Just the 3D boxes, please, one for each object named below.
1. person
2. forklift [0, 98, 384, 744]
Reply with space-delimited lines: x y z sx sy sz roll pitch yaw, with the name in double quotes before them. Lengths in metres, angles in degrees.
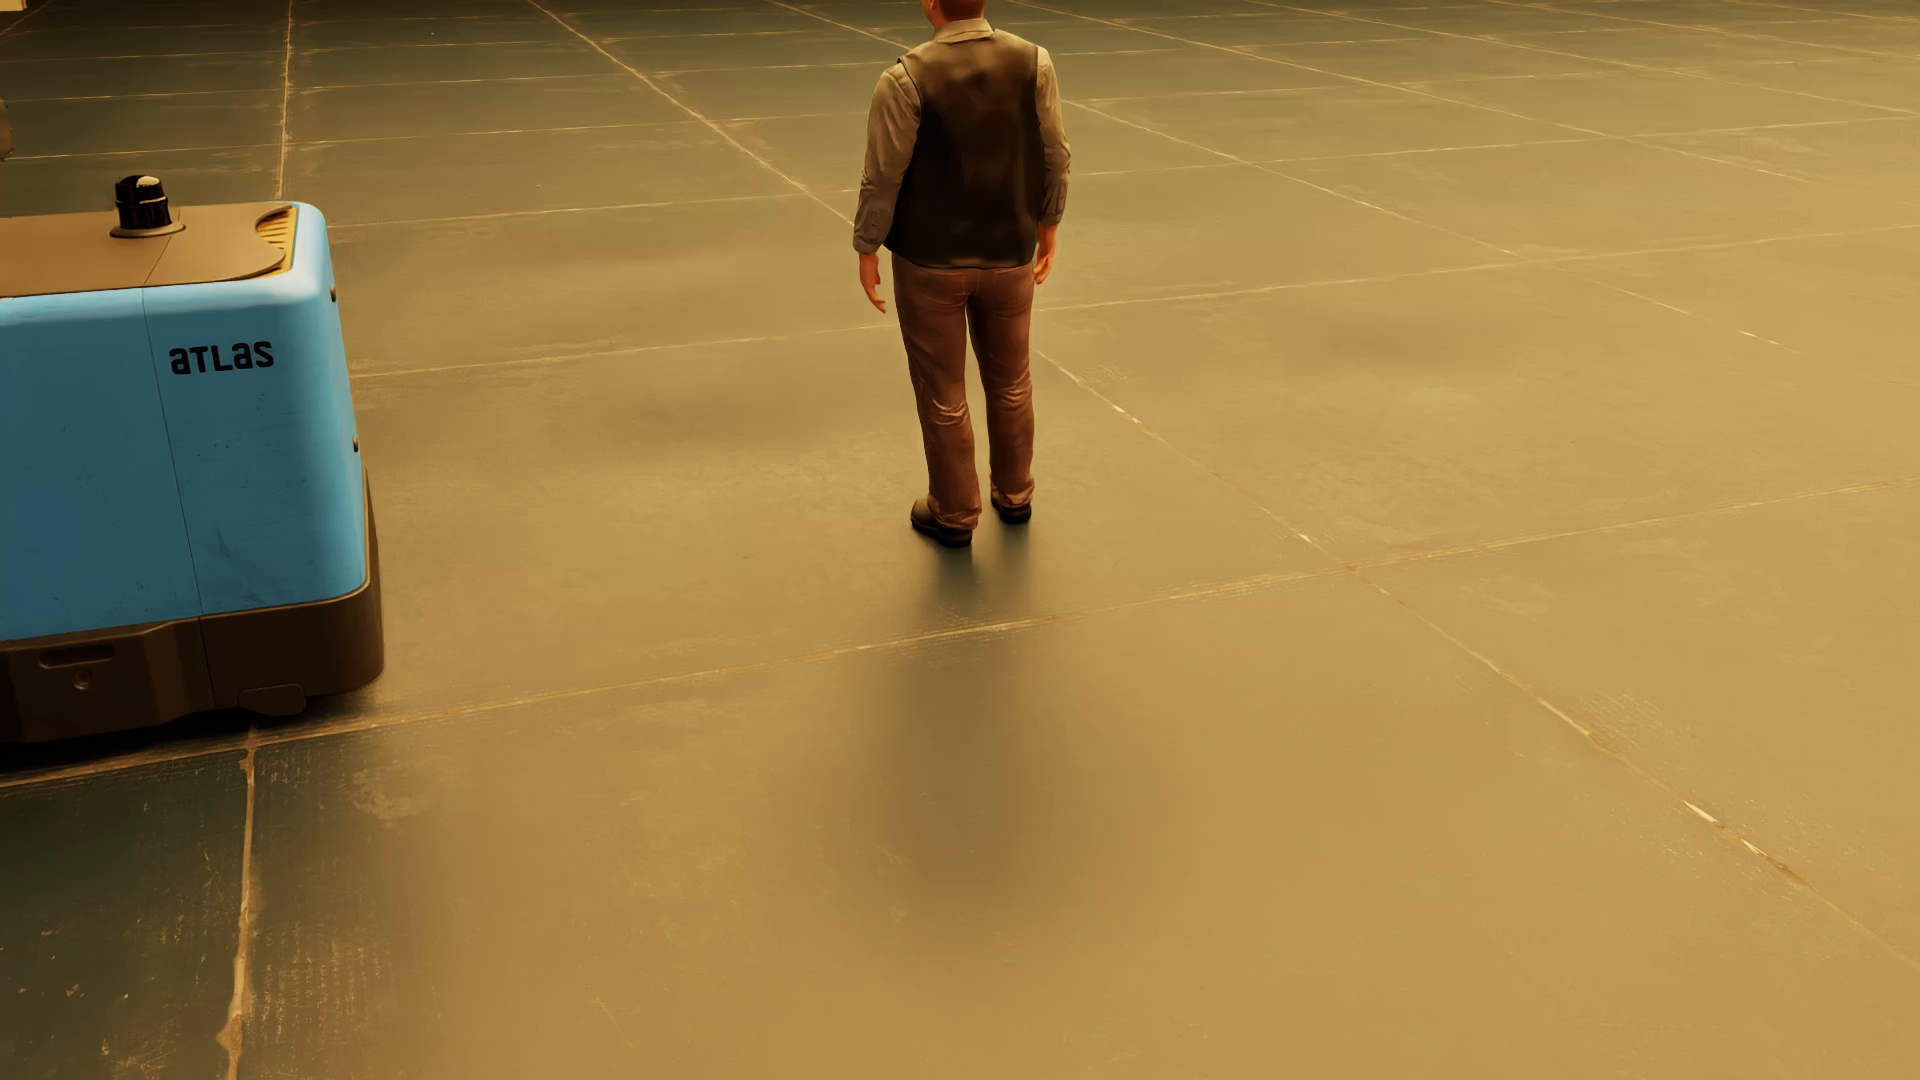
"person" -0.015 -0.824 4.800 0.633 1.722 0.566 -8 24 -18
"forklift" -3.005 -0.931 3.514 3.031 2.935 1.130 -8 24 -17
